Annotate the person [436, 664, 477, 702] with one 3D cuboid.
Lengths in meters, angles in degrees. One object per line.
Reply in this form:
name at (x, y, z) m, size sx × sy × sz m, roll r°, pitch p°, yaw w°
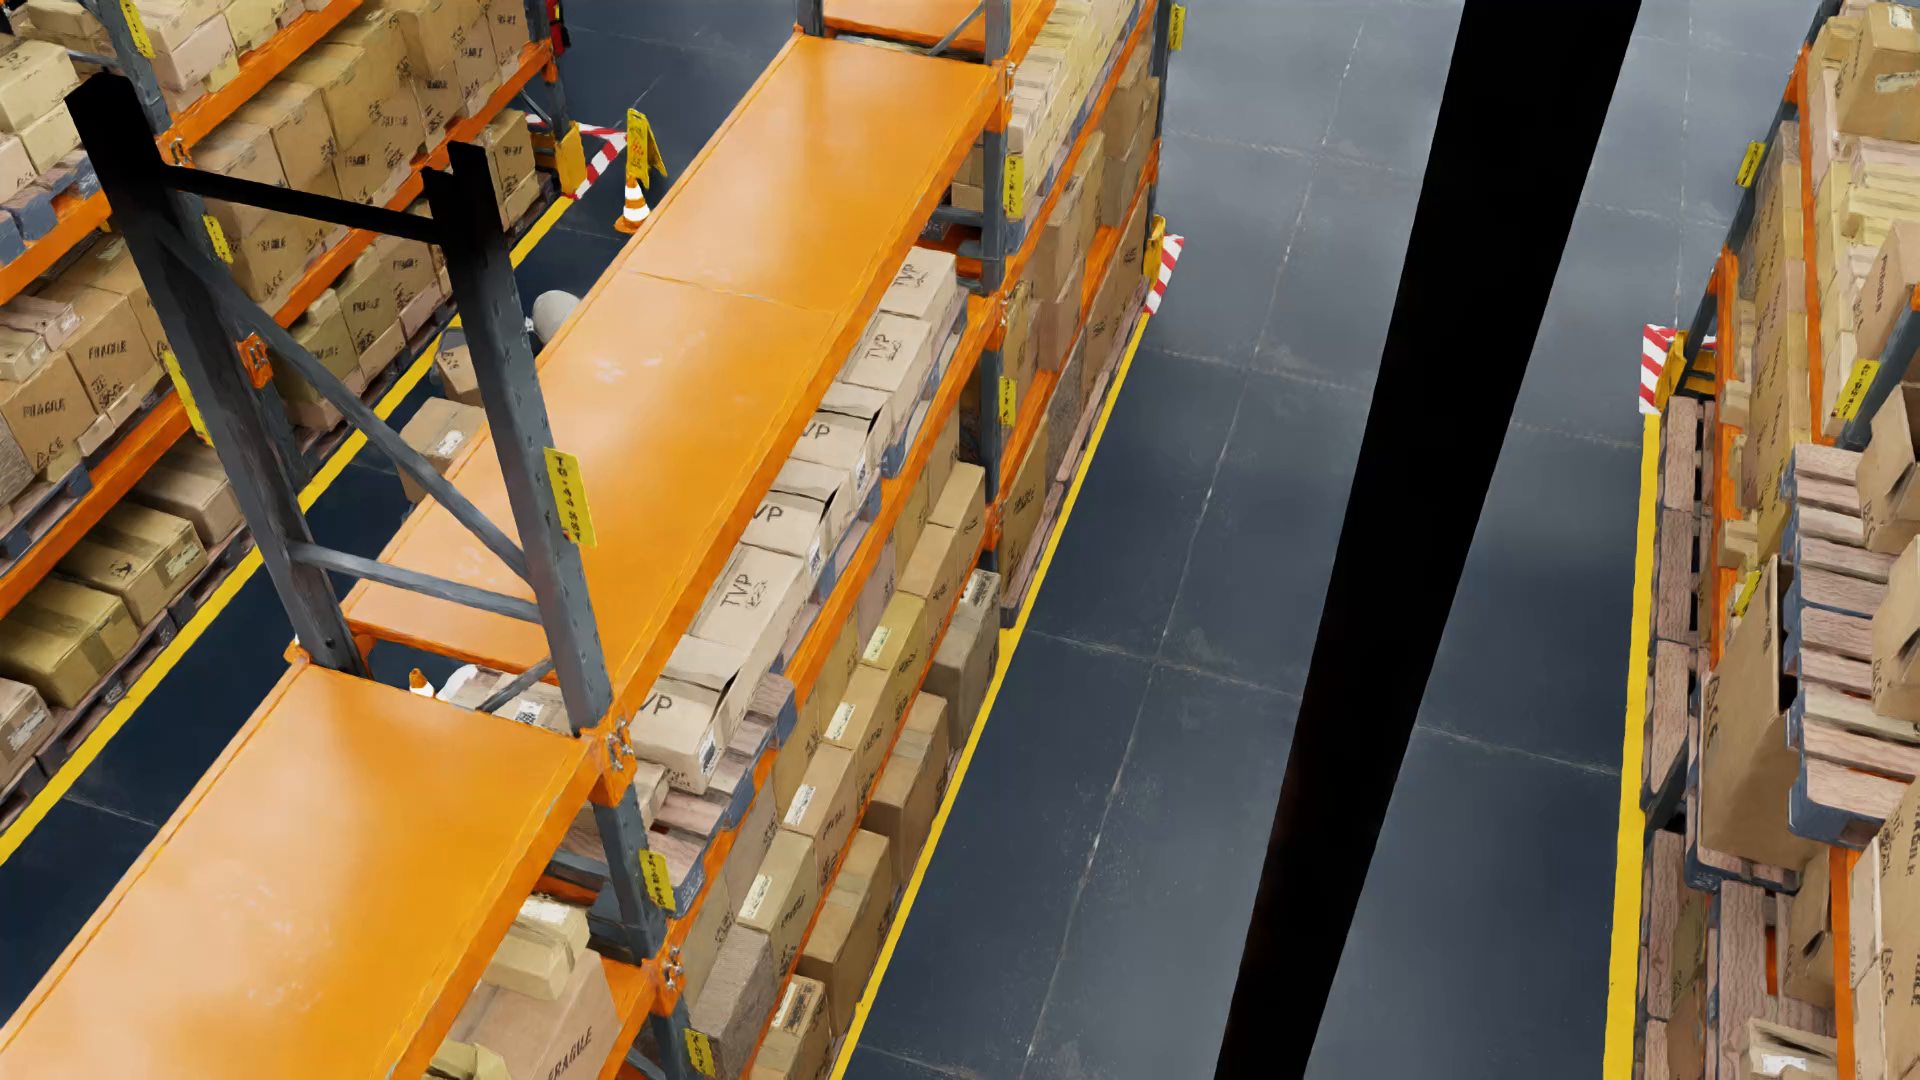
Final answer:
person at (-2.441, 1.264, 8.649) m, size 0.453 × 1.759 × 0.632 m, roll -8°, pitch 46°, yaw -8°
